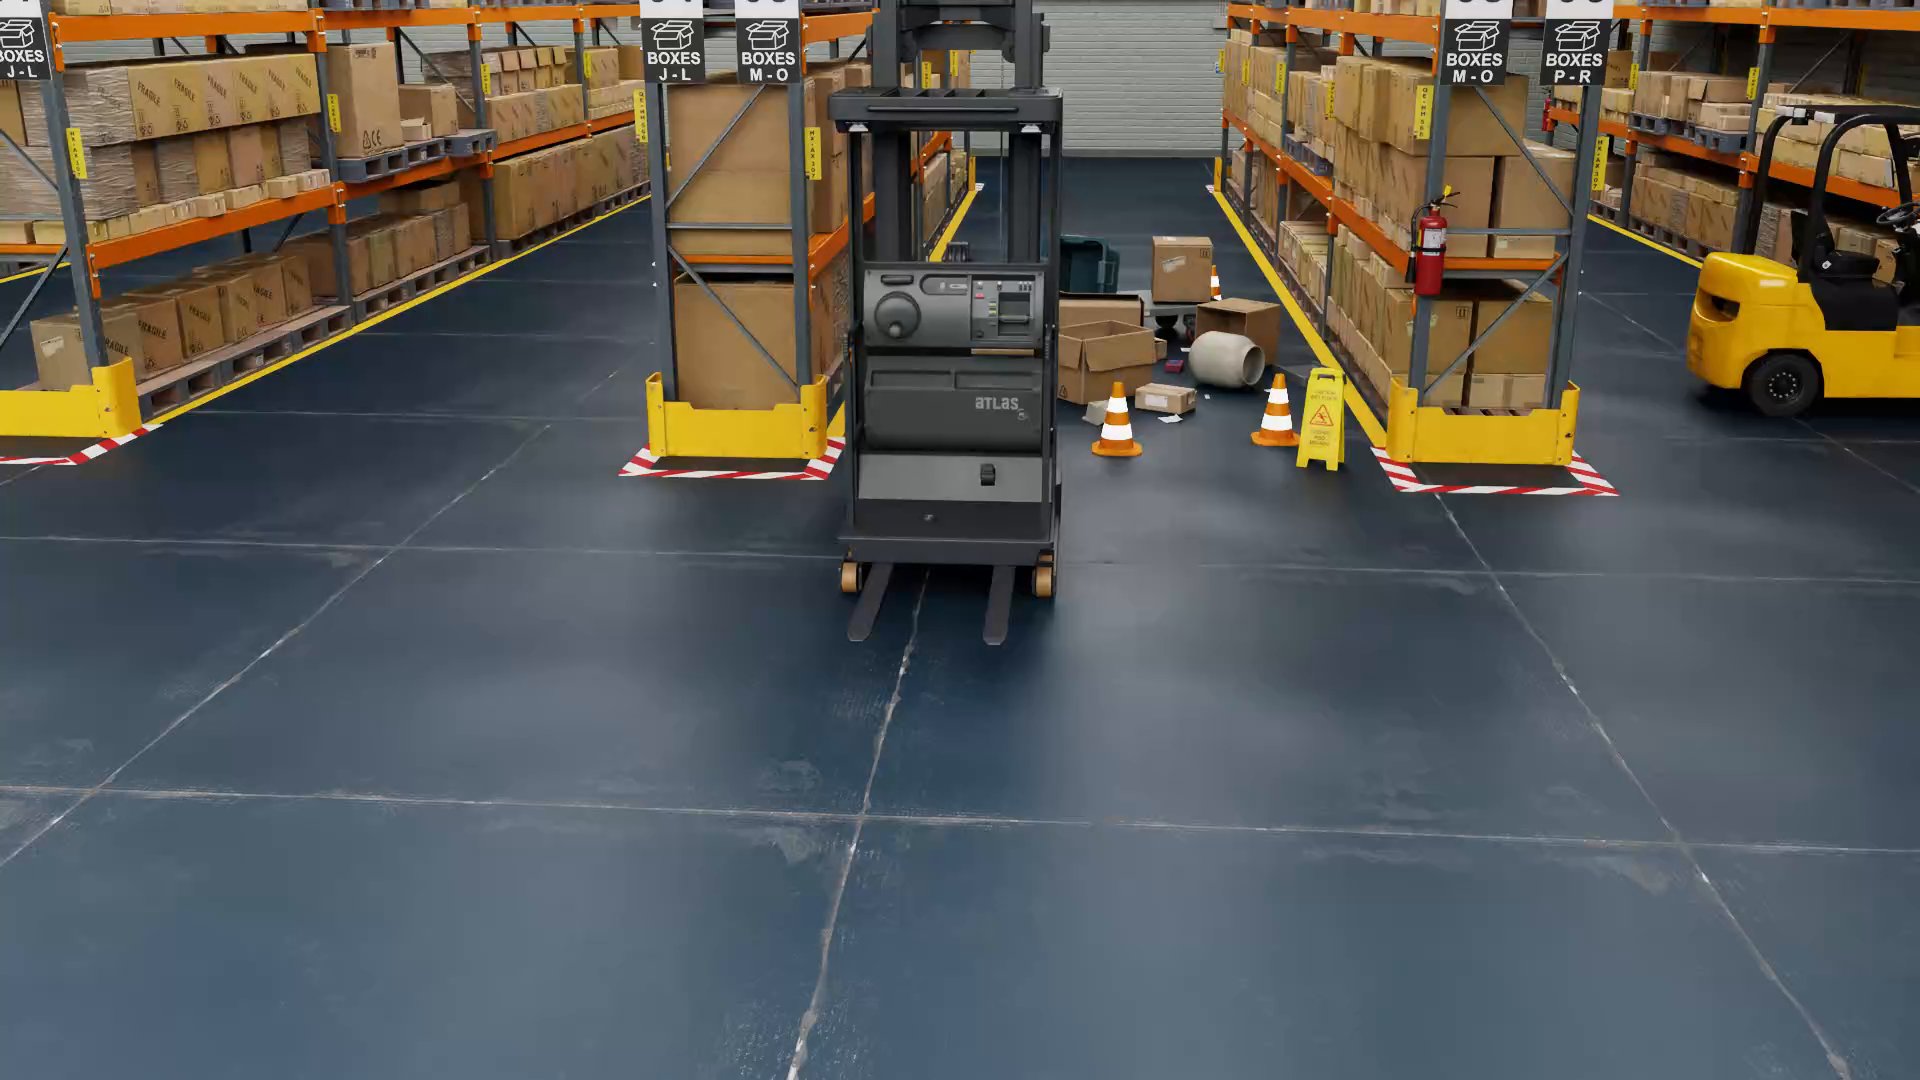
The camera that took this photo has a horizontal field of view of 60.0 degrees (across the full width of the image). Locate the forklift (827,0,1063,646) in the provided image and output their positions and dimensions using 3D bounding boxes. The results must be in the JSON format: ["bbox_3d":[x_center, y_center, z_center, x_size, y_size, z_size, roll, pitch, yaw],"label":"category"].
[{"bbox_3d":[-0.045,-1.199,8.376,1.130,2.935,3.031,1,18,4],"label":"forklift"}]

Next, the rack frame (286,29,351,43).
[{"bbox_3d":[-10.226,-7.258,26.757,1.000,3.000,0.127,1,18,4],"label":"rack frame"}]

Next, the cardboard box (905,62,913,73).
[{"bbox_3d":[-0.869,-6.579,22.441,0.500,0.500,0.500,1,18,2],"label":"cardboard box"}]

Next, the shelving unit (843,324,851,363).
[{"bbox_3d":[-0.545,-0.811,10.213,0.252,1.050,0.215,9,20,27],"label":"shelving unit"}]

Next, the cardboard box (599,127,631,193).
[{"bbox_3d":[-5.381,-5.578,24.367,0.875,0.875,0.875,1,18,4],"label":"cardboard box"}]

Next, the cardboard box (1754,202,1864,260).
[{"bbox_3d":[8.918,-3.210,17.541,0.875,0.625,0.625,2,18,6],"label":"cardboard box"}]

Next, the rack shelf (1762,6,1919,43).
[{"bbox_3d":[8.833,-4.795,15.576,1.077,0.370,4.000,1,18,4],"label":"rack shelf"}]

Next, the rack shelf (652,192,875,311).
[{"bbox_3d":[-1.349,-2.316,12.828,1.077,0.370,4.000,1,18,4],"label":"rack shelf"}]

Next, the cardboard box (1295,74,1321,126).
[{"bbox_3d":[3.732,-4.534,17.129,0.500,0.500,0.500,2,18,7],"label":"cardboard box"}]

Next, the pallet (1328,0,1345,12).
[{"bbox_3d":[3.889,-4.725,14.510,1.213,0.211,1.003,1,18,4],"label":"pallet"}]

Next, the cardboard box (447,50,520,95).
[{"bbox_3d":[-5.741,-5.616,19.974,0.797,0.503,0.637,2,18,5],"label":"cardboard box"}]

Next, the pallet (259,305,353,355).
[{"bbox_3d":[-6.159,-1.886,14.841,1.003,0.211,1.213,1,18,4],"label":"pallet"}]

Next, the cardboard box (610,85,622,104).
[{"bbox_3d":[-5.205,-6.431,23.995,0.500,0.250,0.500,2,18,5],"label":"cardboard box"}]

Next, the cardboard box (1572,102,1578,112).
[{"bbox_3d":[9.217,-6.362,24.425,0.380,0.149,0.250,2,18,6],"label":"cardboard box"}]

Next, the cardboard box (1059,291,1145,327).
[{"bbox_3d":[1.111,-1.728,13.671,0.797,0.637,0.503,1,18,4],"label":"cardboard box"}]

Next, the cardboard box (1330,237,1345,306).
[{"bbox_3d":[3.427,-2.272,14.075,0.500,0.500,0.500,2,18,7],"label":"cardboard box"}]

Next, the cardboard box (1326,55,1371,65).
[{"bbox_3d":[4.305,-5.112,18.441,0.500,0.500,0.500,1,18,2],"label":"cardboard box"}]

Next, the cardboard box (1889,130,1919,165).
[{"bbox_3d":[8.470,-3.414,14.464,0.500,0.250,0.500,1,18,3],"label":"cardboard box"}]

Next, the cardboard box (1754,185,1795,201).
[{"bbox_3d":[9.308,-3.968,19.014,0.380,0.149,0.250,2,18,5],"label":"cardboard box"}]

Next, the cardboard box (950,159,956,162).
[{"bbox_3d":[-0.264,-5.478,24.272,0.380,0.149,0.250,1,18,4],"label":"cardboard box"}]

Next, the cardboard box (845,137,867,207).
[{"bbox_3d":[-1.237,-3.064,13.715,0.875,0.550,0.550,1,18,4],"label":"cardboard box"}]

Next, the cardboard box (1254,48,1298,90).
[{"bbox_3d":[3.985,-5.918,20.900,0.500,0.500,0.500,1,18,4],"label":"cardboard box"}]

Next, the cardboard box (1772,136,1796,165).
[{"bbox_3d":[8.660,-3.973,16.970,0.500,0.250,0.500,1,18,3],"label":"cardboard box"}]

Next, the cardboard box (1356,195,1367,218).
[{"bbox_3d":[3.295,-2.592,12.921,0.380,0.149,0.250,1,18,4],"label":"cardboard box"}]

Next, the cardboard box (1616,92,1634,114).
[{"bbox_3d":[9.056,-5.808,22.095,0.500,0.250,0.500,2,18,5],"label":"cardboard box"}]

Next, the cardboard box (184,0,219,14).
[{"bbox_3d":[-6.038,-4.152,12.702,0.500,0.250,0.500,2,18,6],"label":"cardboard box"}]

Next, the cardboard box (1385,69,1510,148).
[{"bbox_3d":[3.314,-2.942,11.340,0.700,0.500,0.500,1,18,4],"label":"cardboard box"}]

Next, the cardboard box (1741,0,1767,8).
[{"bbox_3d":[8.771,-5.851,17.886,0.500,0.250,0.500,1,18,2],"label":"cardboard box"}]

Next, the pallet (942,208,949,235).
[{"bbox_3d":[-0.687,-4.196,21.891,1.003,0.211,1.213,1,18,4],"label":"pallet"}]

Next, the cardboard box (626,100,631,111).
[{"bbox_3d":[-5.093,-6.436,24.650,0.380,0.149,0.250,2,18,5],"label":"cardboard box"}]

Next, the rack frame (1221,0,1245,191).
[{"bbox_3d":[4.599,-6.927,25.744,1.000,3.000,0.127,1,18,4],"label":"rack frame"}]

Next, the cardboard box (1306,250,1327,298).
[{"bbox_3d":[3.822,-2.537,15.893,0.950,0.372,0.625,2,18,7],"label":"cardboard box"}]

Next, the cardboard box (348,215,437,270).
[{"bbox_3d":[-5.948,-3.127,17.457,0.700,0.500,0.500,3,18,9],"label":"cardboard box"}]

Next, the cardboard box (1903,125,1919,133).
[{"bbox_3d":[8.493,-3.637,14.504,0.380,0.149,0.250,1,18,3],"label":"cardboard box"}]

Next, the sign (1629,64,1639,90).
[{"bbox_3d":[8.721,-5.996,21.513,0.100,0.325,0.005,1,18,4],"label":"sign"}]

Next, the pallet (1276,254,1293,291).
[{"bbox_3d":[3.968,-2.874,17.855,1.003,0.211,1.213,1,18,4],"label":"pallet"}]

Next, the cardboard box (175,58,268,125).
[{"bbox_3d":[-5.975,-3.628,13.435,0.500,0.500,0.500,1,18,4],"label":"cardboard box"}]

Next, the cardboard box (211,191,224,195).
[{"bbox_3d":[-6.085,-2.687,13.208,0.380,0.149,0.250,1,18,4],"label":"cardboard box"}]

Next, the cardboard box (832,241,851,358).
[{"bbox_3d":[-1.382,-1.995,13.431,0.875,0.875,0.875,1,18,4],"label":"cardboard box"}]

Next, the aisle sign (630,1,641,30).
[{"bbox_3d":[-4.981,-8.399,26.062,0.394,0.787,0.004,1,18,4],"label":"aisle sign"}]

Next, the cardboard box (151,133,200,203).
[{"bbox_3d":[-6.371,-2.850,12.665,0.875,0.500,0.500,1,18,4],"label":"cardboard box"}]

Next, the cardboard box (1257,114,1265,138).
[{"bbox_3d":[3.884,-5.008,20.129,0.500,0.250,0.500,1,18,3],"label":"cardboard box"}]

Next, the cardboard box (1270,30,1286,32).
[{"bbox_3d":[4.695,-7.323,24.147,0.380,0.149,0.250,1,18,3],"label":"cardboard box"}]

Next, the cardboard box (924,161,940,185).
[{"bbox_3d":[-0.508,-4.571,20.690,0.500,0.250,0.500,0,18,1],"label":"cardboard box"}]

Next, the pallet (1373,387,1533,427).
[{"bbox_3d":[3.551,-0.907,11.853,1.003,0.211,1.213,1,18,4],"label":"pallet"}]

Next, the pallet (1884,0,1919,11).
[{"bbox_3d":[8.740,-4.699,14.435,0.805,0.209,1.217,1,18,2],"label":"pallet"}]

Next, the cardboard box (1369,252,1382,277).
[{"bbox_3d":[3.250,-2.045,12.341,0.380,0.149,0.250,2,18,6],"label":"cardboard box"}]

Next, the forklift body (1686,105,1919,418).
[{"bbox_3d":[6.719,-2.074,12.298,2.313,2.155,1.214,1,18,4],"label":"forklift body"}]

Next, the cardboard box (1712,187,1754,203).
[{"bbox_3d":[8.748,-3.897,18.796,0.380,0.149,0.250,0,18,1],"label":"cardboard box"}]

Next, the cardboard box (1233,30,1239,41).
[{"bbox_3d":[4.216,-7.410,24.412,0.380,0.149,0.250,1,18,2],"label":"cardboard box"}]

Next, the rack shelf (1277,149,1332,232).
[{"bbox_3d":[3.882,-3.479,16.378,1.077,0.370,4.000,1,18,4],"label":"rack shelf"}]

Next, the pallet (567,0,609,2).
[{"bbox_3d":[-5.503,-7.543,22.950,1.003,0.211,1.213,1,18,4],"label":"pallet"}]

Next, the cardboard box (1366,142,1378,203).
[{"bbox_3d":[3.351,-2.789,12.478,0.500,0.500,0.500,1,18,5],"label":"cardboard box"}]

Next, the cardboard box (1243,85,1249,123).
[{"bbox_3d":[4.090,-5.881,22.394,0.500,0.500,0.500,1,18,4],"label":"cardboard box"}]

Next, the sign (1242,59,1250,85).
[{"bbox_3d":[3.758,-6.145,21.842,0.100,0.325,0.005,1,18,4],"label":"sign"}]

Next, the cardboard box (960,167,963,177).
[{"bbox_3d":[-0.159,-5.499,24.814,0.380,0.149,0.250,2,18,5],"label":"cardboard box"}]
